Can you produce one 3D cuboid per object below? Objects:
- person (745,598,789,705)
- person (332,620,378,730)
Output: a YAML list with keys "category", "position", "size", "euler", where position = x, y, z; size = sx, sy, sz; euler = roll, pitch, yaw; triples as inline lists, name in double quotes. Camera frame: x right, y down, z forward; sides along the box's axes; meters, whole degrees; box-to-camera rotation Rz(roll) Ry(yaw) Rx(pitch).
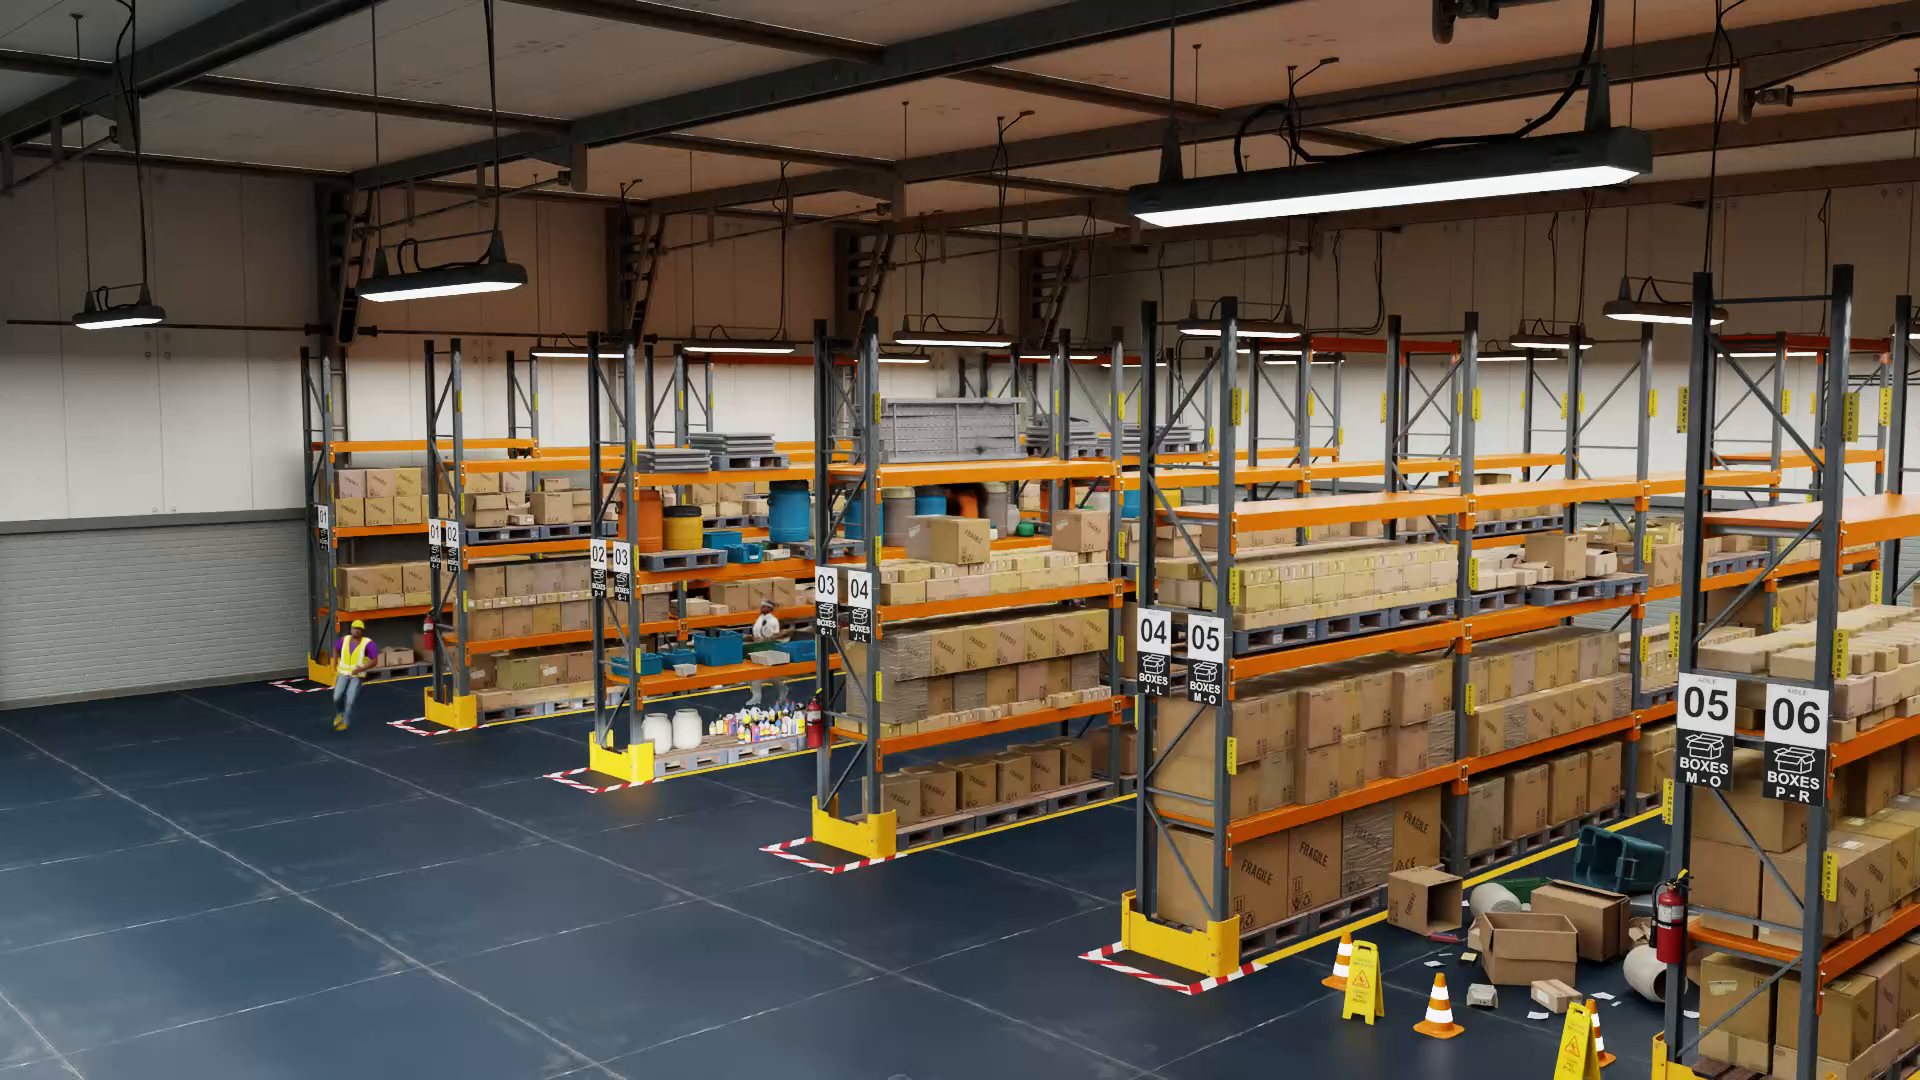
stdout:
- category: "person"
  position: [-3.061, 1.742, 26.134]
  size: [0.770, 1.695, 0.588]
  euler: [-5, 7, -44]
- category: "person"
  position: [-9.300, 2.081, 25.514]
  size: [0.726, 1.716, 0.536]
  euler: [0, 5, -5]
